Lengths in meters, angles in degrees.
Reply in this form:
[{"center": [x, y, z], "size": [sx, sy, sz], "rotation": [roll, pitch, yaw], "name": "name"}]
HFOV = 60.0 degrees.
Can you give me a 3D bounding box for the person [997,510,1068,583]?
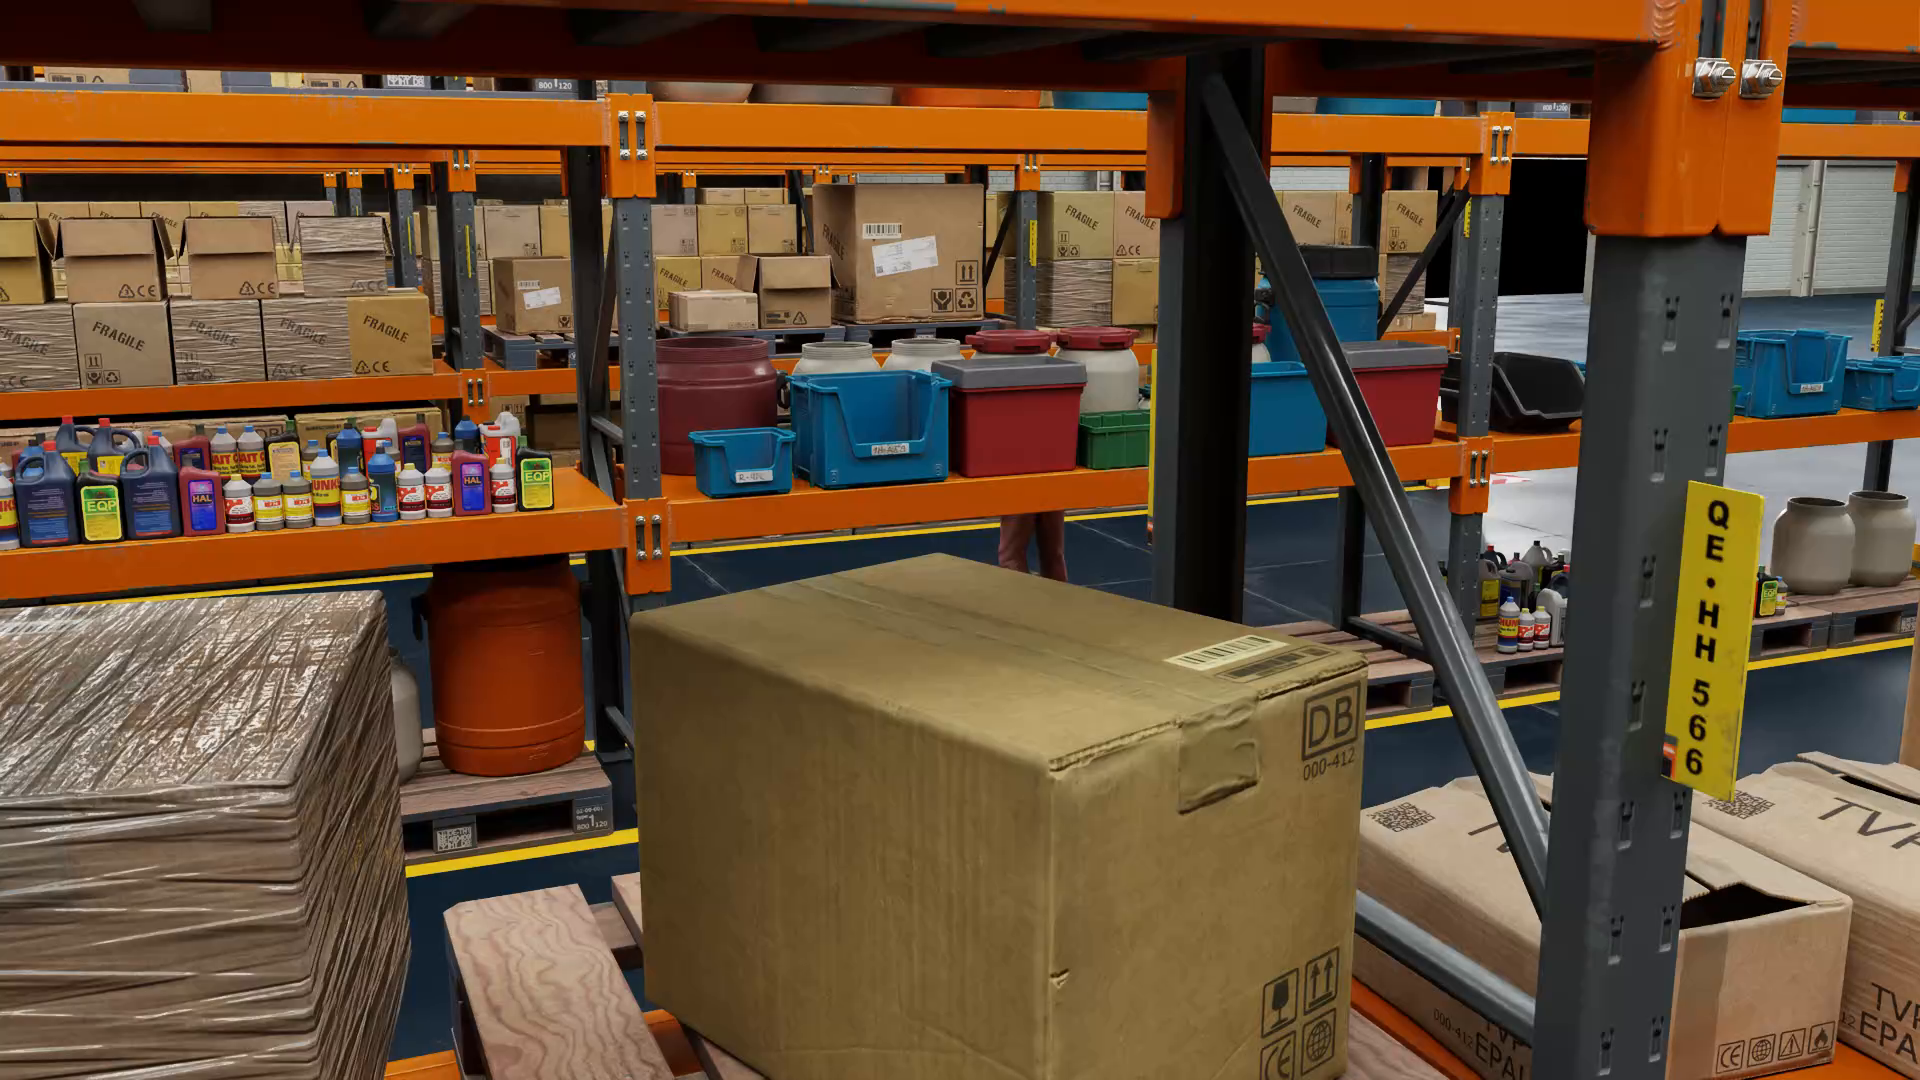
[{"center": [0.392, -0.251, 9.137], "size": [0.521, 1.672, 0.362], "rotation": [-6, 14, -26], "name": "person"}]
